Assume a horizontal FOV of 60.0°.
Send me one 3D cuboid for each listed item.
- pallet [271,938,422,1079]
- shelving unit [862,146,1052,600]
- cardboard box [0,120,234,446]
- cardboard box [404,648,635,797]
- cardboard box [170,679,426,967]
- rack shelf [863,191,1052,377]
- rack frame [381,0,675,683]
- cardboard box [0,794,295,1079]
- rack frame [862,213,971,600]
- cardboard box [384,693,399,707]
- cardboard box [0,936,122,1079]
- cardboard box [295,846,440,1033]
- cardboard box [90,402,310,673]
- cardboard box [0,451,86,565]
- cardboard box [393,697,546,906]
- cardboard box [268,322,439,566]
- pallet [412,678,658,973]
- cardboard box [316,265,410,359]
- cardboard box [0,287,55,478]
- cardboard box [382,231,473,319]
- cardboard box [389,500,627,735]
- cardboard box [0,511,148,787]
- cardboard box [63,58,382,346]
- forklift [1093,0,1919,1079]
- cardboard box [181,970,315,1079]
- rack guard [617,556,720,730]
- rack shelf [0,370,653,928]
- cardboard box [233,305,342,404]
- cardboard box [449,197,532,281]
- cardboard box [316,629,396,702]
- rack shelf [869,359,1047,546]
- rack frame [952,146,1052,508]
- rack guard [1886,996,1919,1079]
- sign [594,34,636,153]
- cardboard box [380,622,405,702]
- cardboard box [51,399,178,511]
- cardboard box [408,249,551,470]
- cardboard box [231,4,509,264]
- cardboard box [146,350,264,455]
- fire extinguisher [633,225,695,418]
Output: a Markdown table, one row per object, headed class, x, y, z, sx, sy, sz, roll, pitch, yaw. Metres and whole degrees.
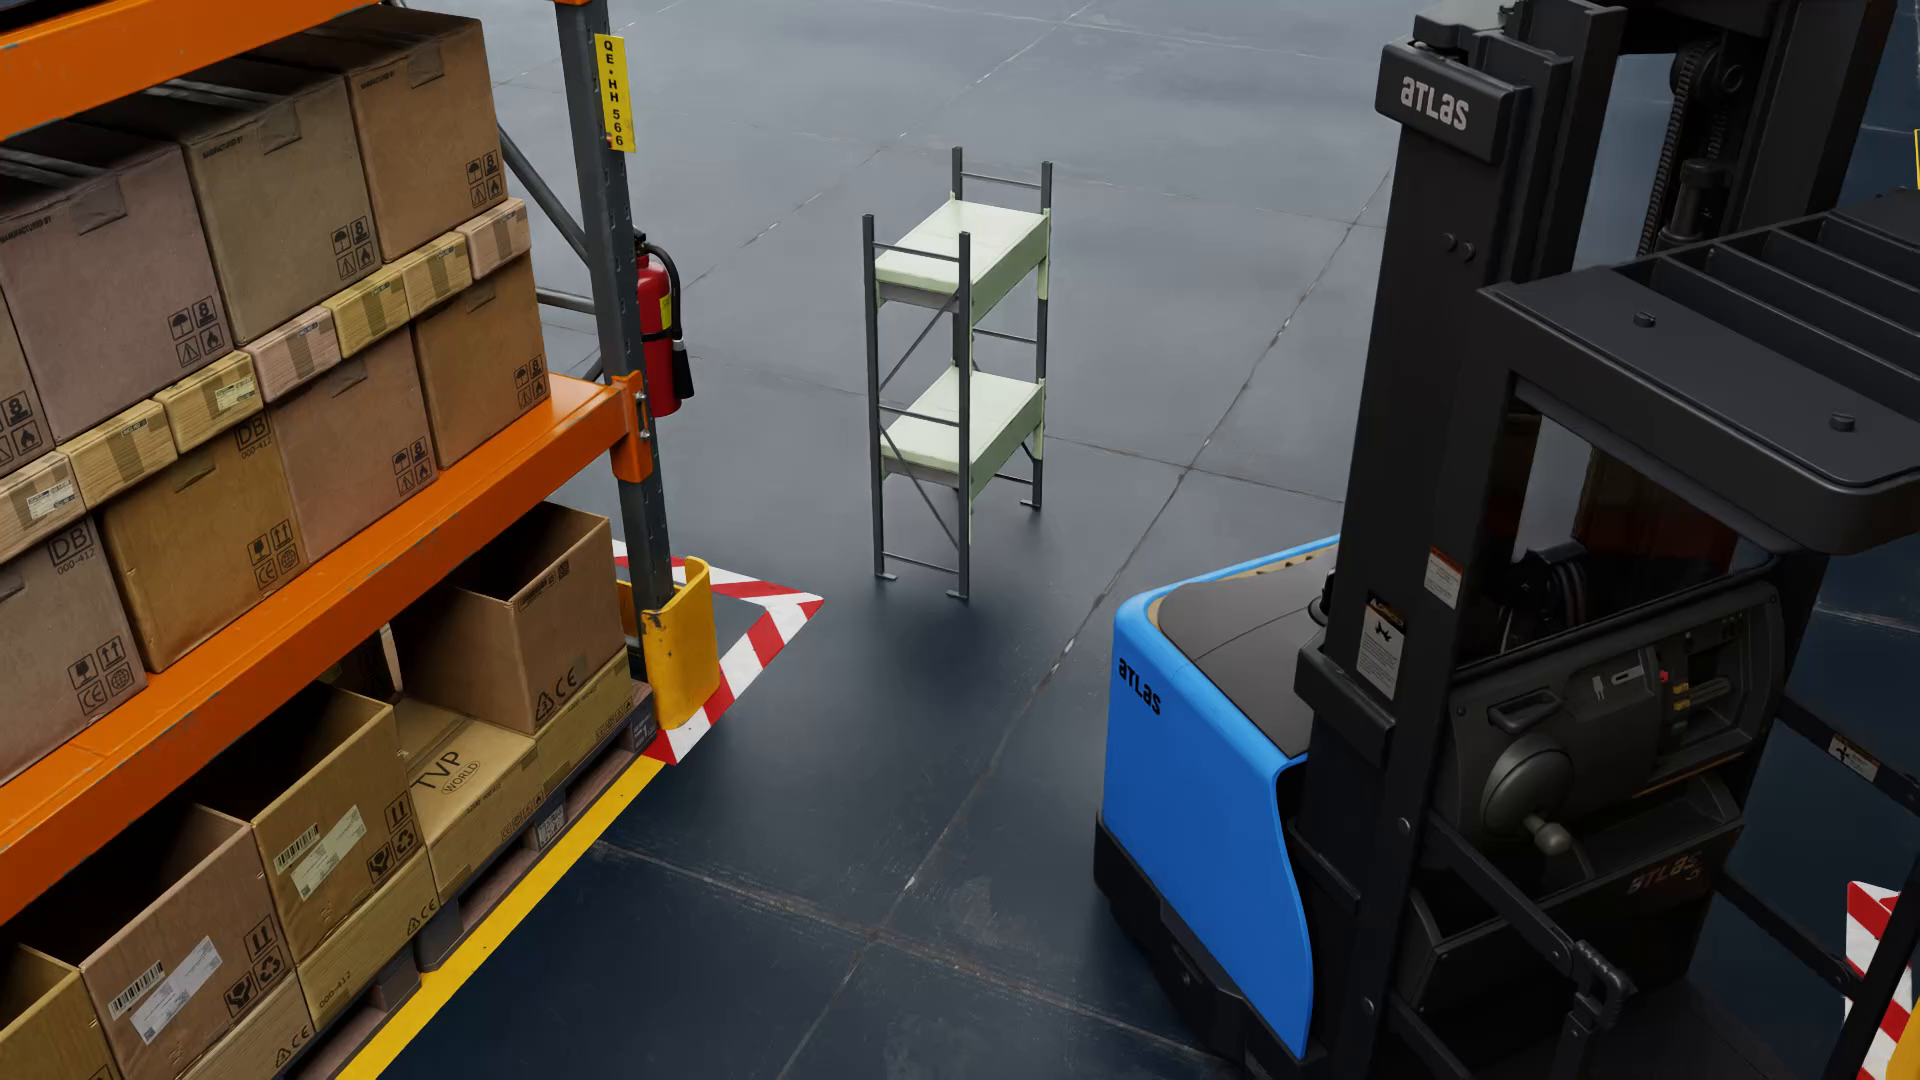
| class | x | y | z | sx | sy | sz | roll | pitch | yaw |
| --- | --- | --- | --- | --- | --- | --- | --- | --- | --- |
| pallet | -2.245 | 1.369 | 4.469 | 1.003 | 0.211 | 1.213 | 14 | 36 | 20 |
| shelving unit | 0.003 | -0.631 | 6.344 | 0.431 | 1.500 | 0.755 | 14 | 36 | 20 |
| cardboard box | -2.105 | -0.607 | 3.665 | 0.700 | 0.500 | 0.500 | 14 | 36 | 21 |
| cardboard box | -1.407 | 0.517 | 5.351 | 0.500 | 0.250 | 0.500 | 14 | 36 | 20 |
| cardboard box | -1.810 | 0.705 | 4.380 | 0.500 | 0.500 | 0.500 | 14 | 36 | 20 |
| rack shelf | 0.003 | -0.957 | 6.130 | 0.431 | 0.370 | 0.720 | 14 | 36 | 20 |
| rack frame | -1.451 | -0.793 | 5.223 | 1.000 | 3.000 | 0.127 | 14 | 36 | 20 |
| cardboard box | -2.020 | 0.954 | 4.001 | 0.500 | 0.500 | 0.500 | 14 | 36 | 20 |
| rack frame | -0.150 | -0.448 | 6.066 | 0.400 | 1.500 | 0.023 | 14 | 36 | 20 |
| cardboard box | -2.083 | 0.648 | 5.151 | 0.500 | 0.250 | 0.500 | 14 | 36 | 20 |
| cardboard box | -2.228 | 1.203 | 3.620 | 0.500 | 0.500 | 0.500 | 14 | 36 | 20 |
| cardboard box | -1.813 | 1.018 | 4.587 | 0.500 | 0.250 | 0.500 | 14 | 36 | 20 |
| cardboard box | -2.086 | -0.096 | 4.070 | 0.700 | 0.500 | 0.500 | 14 | 36 | 21 |
| cardboard box | -2.085 | -0.099 | 3.482 | 0.380 | 0.149 | 0.250 | 14 | 36 | 20 |
| cardboard box | -1.605 | 0.768 | 4.967 | 0.500 | 0.250 | 0.500 | 14 | 36 | 20 |
| cardboard box | -1.873 | -0.342 | 4.445 | 0.700 | 0.500 | 0.500 | 15 | 36 | 22 |
| pallet | -1.733 | 0.764 | 5.392 | 1.003 | 0.211 | 1.213 | 14 | 36 | 20 |
| cardboard box | -1.653 | -0.614 | 4.267 | 0.380 | 0.149 | 0.250 | 14 | 36 | 20 |
| cardboard box | -2.315 | -0.357 | 3.285 | 0.700 | 0.500 | 0.500 | 14 | 36 | 21 |
| cardboard box | -1.546 | -0.741 | 4.462 | 0.380 | 0.149 | 0.250 | 15 | 36 | 22 |
| cardboard box | -1.405 | 0.203 | 5.145 | 0.500 | 0.500 | 0.500 | 14 | 36 | 20 |
| cardboard box | -2.303 | 0.167 | 3.669 | 0.700 | 0.500 | 0.500 | 15 | 36 | 22 |
| cardboard box | -1.895 | -0.858 | 4.048 | 0.700 | 0.500 | 0.500 | 13 | 36 | 19 |
| forklift | 1.513 | 0.442 | 3.403 | 1.130 | 2.935 | 3.031 | -15 | 36 | -22 |
| cardboard box | -2.024 | 1.266 | 4.208 | 0.500 | 0.250 | 0.500 | 14 | 36 | 20 |
| rack guard | -1.441 | 0.241 | 5.927 | 1.175 | 0.500 | 0.348 | 14 | 36 | 20 |
| rack shelf | -2.288 | 0.504 | 3.901 | 1.077 | 0.370 | 4.000 | 14 | 36 | 20 |
| cardboard box | -1.760 | -0.489 | 4.077 | 0.380 | 0.149 | 0.250 | 15 | 36 | 21 |
| cardboard box | -1.438 | -0.872 | 4.661 | 0.380 | 0.149 | 0.250 | 14 | 36 | 20 |
| cardboard box | -2.085 | 0.334 | 4.946 | 0.500 | 0.500 | 0.500 | 14 | 36 | 20 |
| rack shelf | 0.003 | -0.358 | 6.523 | 0.431 | 0.370 | 0.720 | 14 | 36 | 20 |
| rack frame | 0.156 | -0.813 | 6.622 | 0.400 | 1.500 | 0.023 | 14 | 36 | 20 |
| rack guard | 3.018 | 1.425 | 4.121 | 1.175 | 0.500 | 0.348 | 14 | 36 | 20 |
| sign | -0.964 | -1.244 | 4.640 | 0.100 | 0.325 | 0.005 | 14 | 36 | 20 |
| cardboard box | -1.877 | 0.398 | 5.532 | 0.500 | 0.250 | 0.500 | 14 | 36 | 20 |
| cardboard box | -1.978 | -0.226 | 3.677 | 0.380 | 0.149 | 0.250 | 15 | 36 | 22 |
| cardboard box | -1.658 | -0.605 | 4.846 | 0.700 | 0.500 | 0.500 | 14 | 36 | 20 |
| cardboard box | -1.680 | -1.121 | 4.450 | 0.700 | 0.500 | 0.500 | 14 | 36 | 21 |
| cardboard box | -1.870 | -0.358 | 3.878 | 0.380 | 0.149 | 0.250 | 15 | 36 | 22 |
| fire extinguisher | -0.980 | -0.712 | 5.172 | 0.296 | 0.674 | 0.183 | 14 | 36 | 20 |
